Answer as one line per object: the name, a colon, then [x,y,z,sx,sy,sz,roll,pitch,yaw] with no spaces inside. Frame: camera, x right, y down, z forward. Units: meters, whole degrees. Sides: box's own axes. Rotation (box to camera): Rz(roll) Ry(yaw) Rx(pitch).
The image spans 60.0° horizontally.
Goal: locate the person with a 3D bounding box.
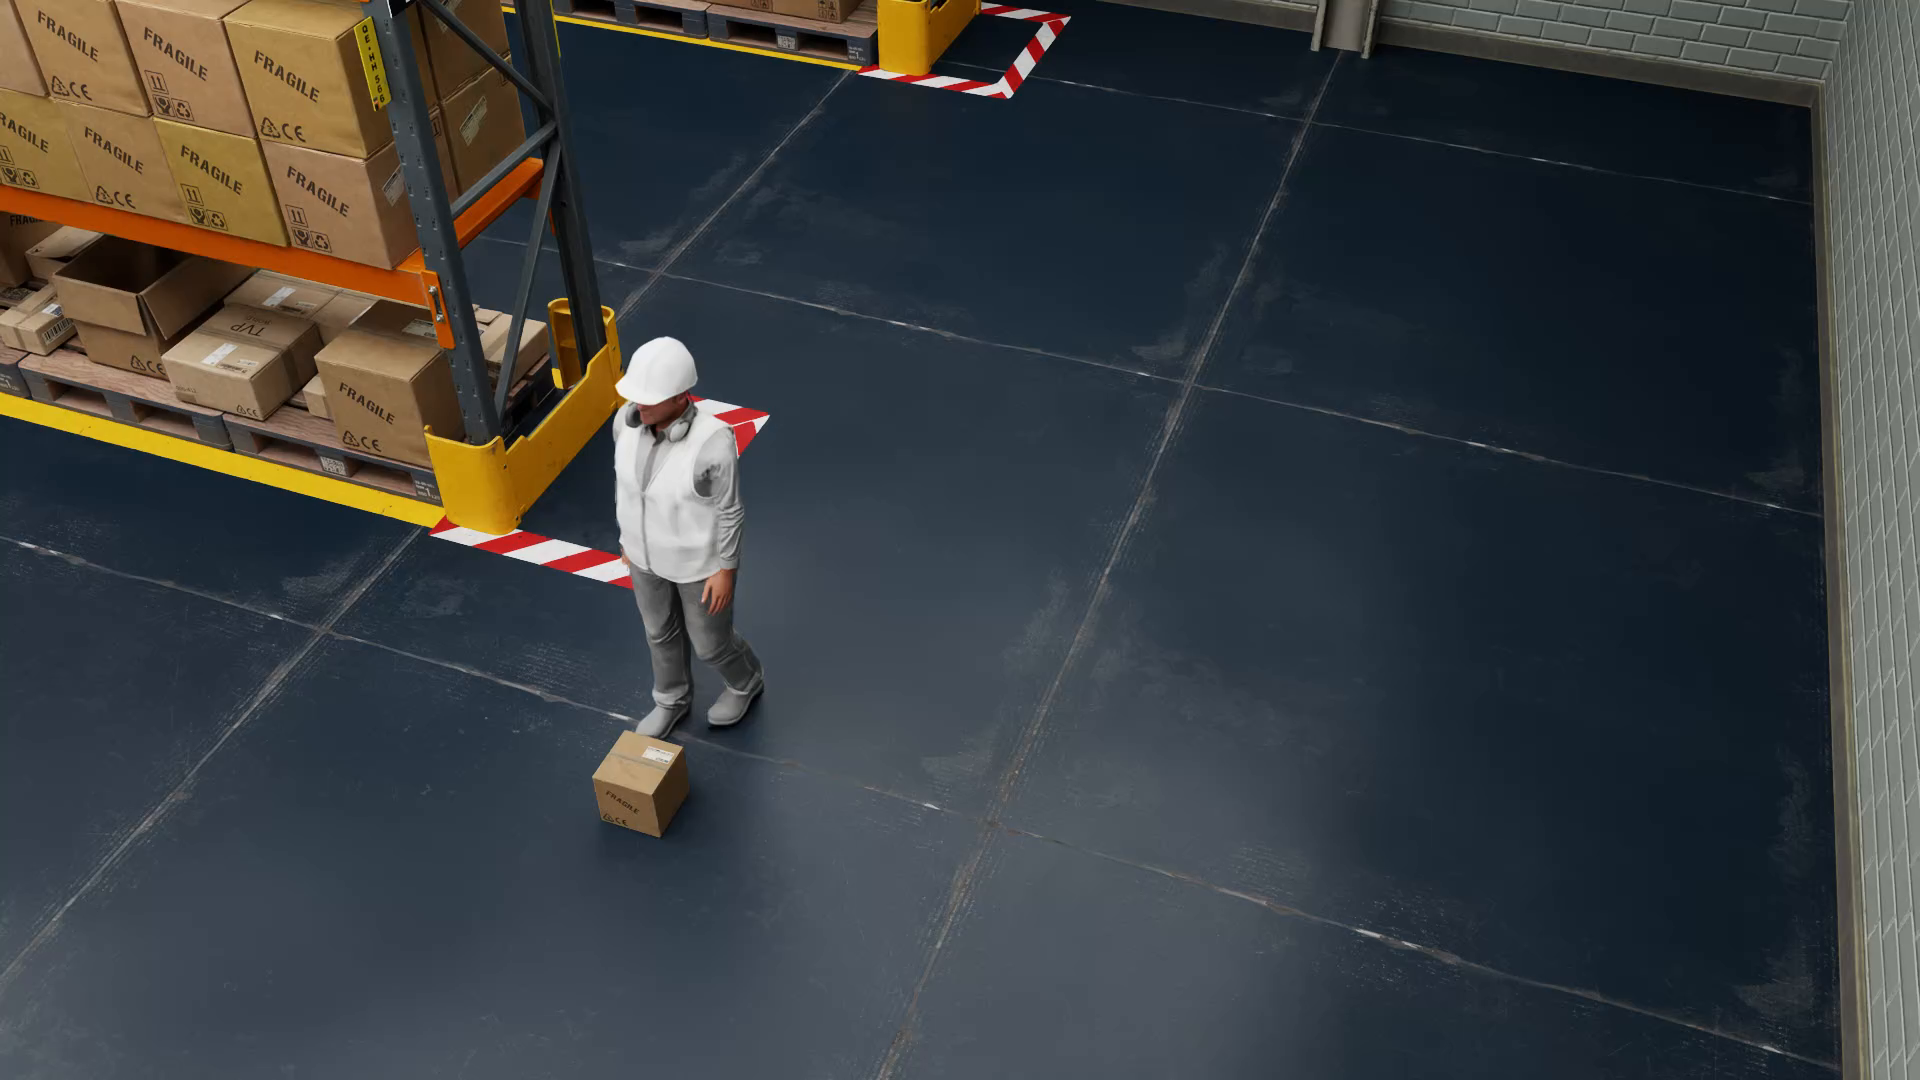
person: [-1.041,0.037,6.084,0.539,1.778,0.533,21,45,22]
